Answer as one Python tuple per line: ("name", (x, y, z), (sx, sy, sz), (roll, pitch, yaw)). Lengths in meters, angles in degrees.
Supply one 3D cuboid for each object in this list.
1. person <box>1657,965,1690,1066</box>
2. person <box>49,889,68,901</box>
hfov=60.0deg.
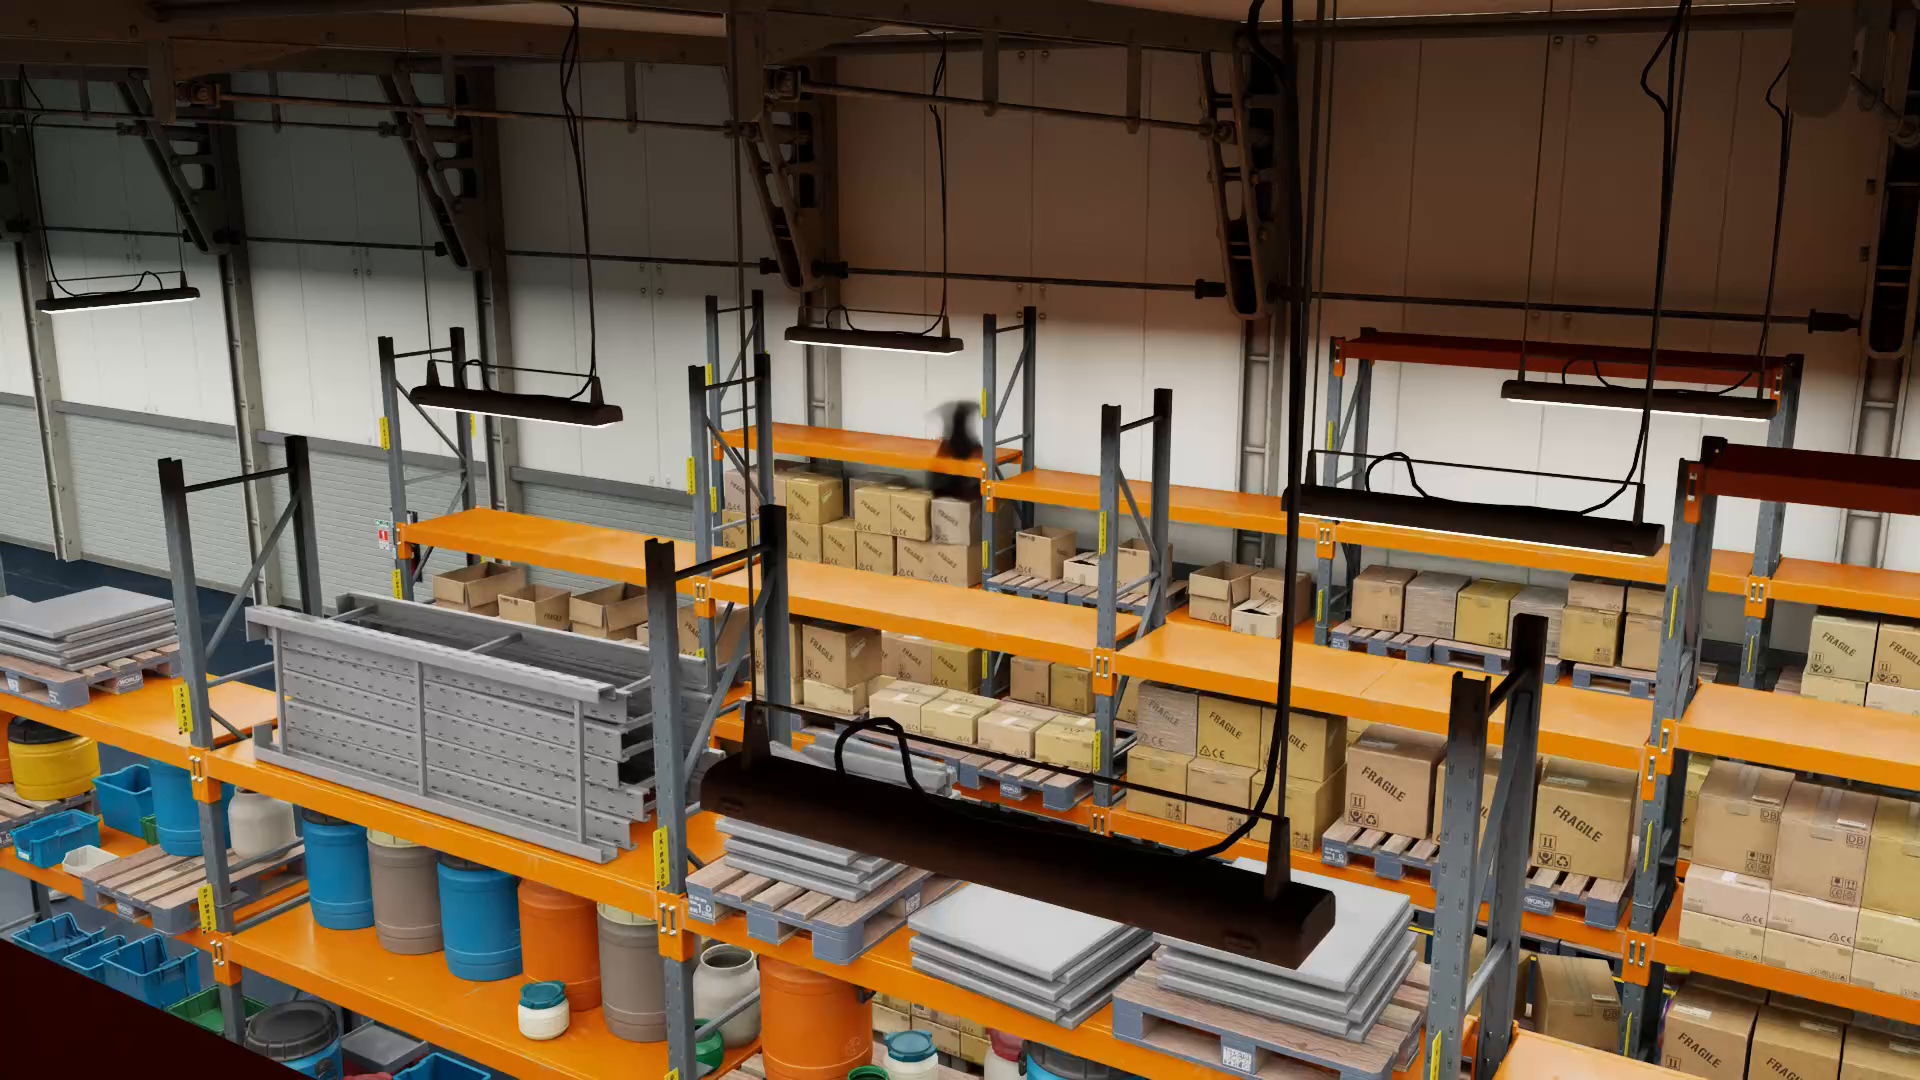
("person", (5.723, 4.058, 13.193), (0.803, 1.713, 0.683), (11, 18, 38))
("person", (-9.585, 3.002, 17.606), (0.559, 1.668, 0.618), (-4, 14, -17))
